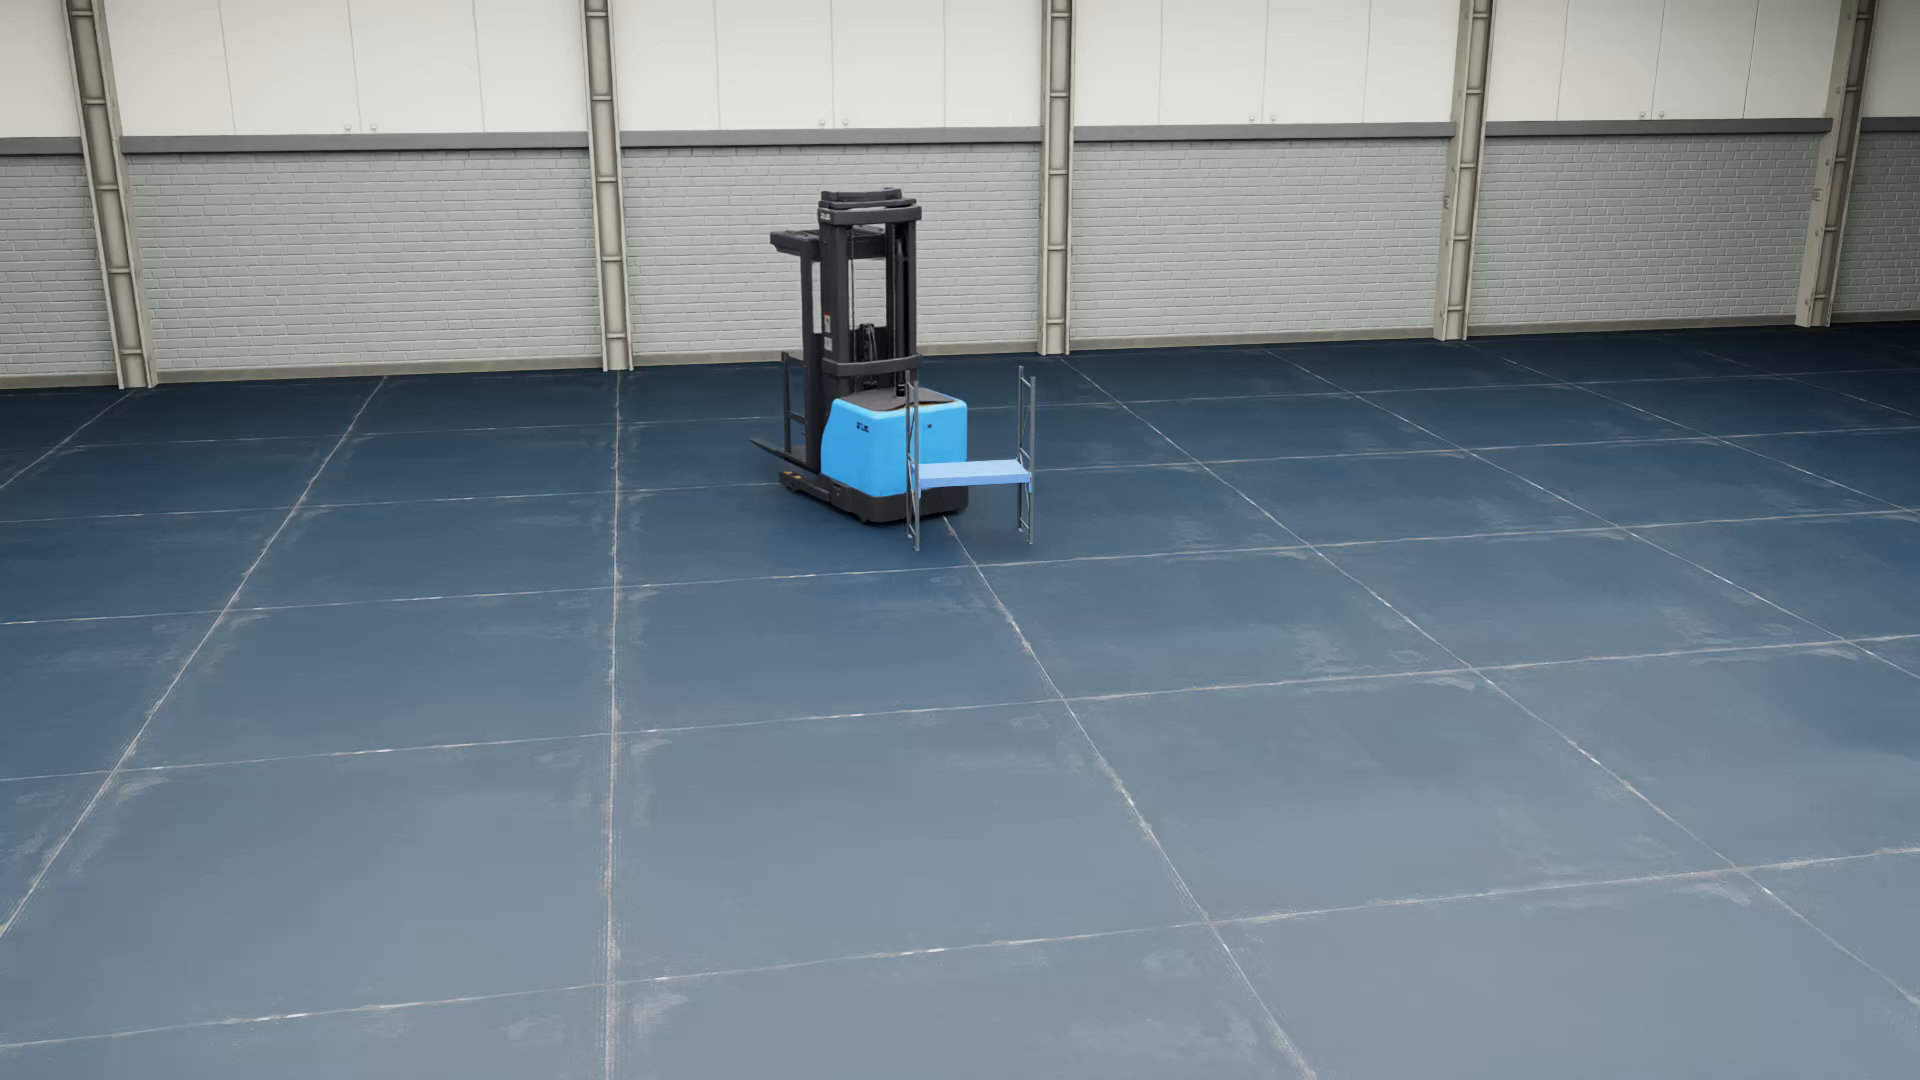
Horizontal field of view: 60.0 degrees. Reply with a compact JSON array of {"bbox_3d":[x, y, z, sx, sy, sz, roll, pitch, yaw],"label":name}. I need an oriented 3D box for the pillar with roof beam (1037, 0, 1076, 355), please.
[{"bbox_3d":[2.126,-5.694,18.025,0.400,9.000,9.100,-3,17,-10],"label":"pillar with roof beam"}]

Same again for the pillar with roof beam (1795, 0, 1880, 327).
[{"bbox_3d":[13.909,-6.363,20.201,0.400,9.000,9.100,-3,17,-10],"label":"pillar with roof beam"}]

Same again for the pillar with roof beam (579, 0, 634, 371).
[{"bbox_3d":[-3.765,-5.360,16.937,0.400,9.000,9.100,-3,17,-10],"label":"pillar with roof beam"}]

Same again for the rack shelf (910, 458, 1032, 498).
[{"bbox_3d":[0.084,-0.550,14.660,1.000,0.185,0.538,-3,17,-10],"label":"rack shelf"}]

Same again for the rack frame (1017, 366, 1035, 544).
[{"bbox_3d":[0.583,-0.750,14.699,0.032,1.500,0.500,-3,17,-10],"label":"rack frame"}]

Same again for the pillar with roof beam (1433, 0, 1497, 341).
[{"bbox_3d":[8.017,-6.029,19.113,0.400,9.000,9.100,-3,17,-10],"label":"pillar with roof beam"}]

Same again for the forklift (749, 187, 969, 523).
[{"bbox_3d":[-1.135,-1.936,16.124,1.130,2.935,3.031,-11,20,-31],"label":"forklift"}]

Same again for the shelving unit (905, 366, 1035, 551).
[{"bbox_3d":[0.084,-0.722,14.607,1.048,1.500,0.538,-3,17,-10],"label":"shelving unit"}]

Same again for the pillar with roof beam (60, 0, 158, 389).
[{"bbox_3d":[-9.656,-5.026,15.849,0.400,9.000,9.100,-3,17,-10],"label":"pillar with roof beam"}]

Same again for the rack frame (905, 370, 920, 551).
[{"bbox_3d":[-0.415,-0.693,14.515,0.032,1.500,0.500,-3,17,-10],"label":"rack frame"}]
